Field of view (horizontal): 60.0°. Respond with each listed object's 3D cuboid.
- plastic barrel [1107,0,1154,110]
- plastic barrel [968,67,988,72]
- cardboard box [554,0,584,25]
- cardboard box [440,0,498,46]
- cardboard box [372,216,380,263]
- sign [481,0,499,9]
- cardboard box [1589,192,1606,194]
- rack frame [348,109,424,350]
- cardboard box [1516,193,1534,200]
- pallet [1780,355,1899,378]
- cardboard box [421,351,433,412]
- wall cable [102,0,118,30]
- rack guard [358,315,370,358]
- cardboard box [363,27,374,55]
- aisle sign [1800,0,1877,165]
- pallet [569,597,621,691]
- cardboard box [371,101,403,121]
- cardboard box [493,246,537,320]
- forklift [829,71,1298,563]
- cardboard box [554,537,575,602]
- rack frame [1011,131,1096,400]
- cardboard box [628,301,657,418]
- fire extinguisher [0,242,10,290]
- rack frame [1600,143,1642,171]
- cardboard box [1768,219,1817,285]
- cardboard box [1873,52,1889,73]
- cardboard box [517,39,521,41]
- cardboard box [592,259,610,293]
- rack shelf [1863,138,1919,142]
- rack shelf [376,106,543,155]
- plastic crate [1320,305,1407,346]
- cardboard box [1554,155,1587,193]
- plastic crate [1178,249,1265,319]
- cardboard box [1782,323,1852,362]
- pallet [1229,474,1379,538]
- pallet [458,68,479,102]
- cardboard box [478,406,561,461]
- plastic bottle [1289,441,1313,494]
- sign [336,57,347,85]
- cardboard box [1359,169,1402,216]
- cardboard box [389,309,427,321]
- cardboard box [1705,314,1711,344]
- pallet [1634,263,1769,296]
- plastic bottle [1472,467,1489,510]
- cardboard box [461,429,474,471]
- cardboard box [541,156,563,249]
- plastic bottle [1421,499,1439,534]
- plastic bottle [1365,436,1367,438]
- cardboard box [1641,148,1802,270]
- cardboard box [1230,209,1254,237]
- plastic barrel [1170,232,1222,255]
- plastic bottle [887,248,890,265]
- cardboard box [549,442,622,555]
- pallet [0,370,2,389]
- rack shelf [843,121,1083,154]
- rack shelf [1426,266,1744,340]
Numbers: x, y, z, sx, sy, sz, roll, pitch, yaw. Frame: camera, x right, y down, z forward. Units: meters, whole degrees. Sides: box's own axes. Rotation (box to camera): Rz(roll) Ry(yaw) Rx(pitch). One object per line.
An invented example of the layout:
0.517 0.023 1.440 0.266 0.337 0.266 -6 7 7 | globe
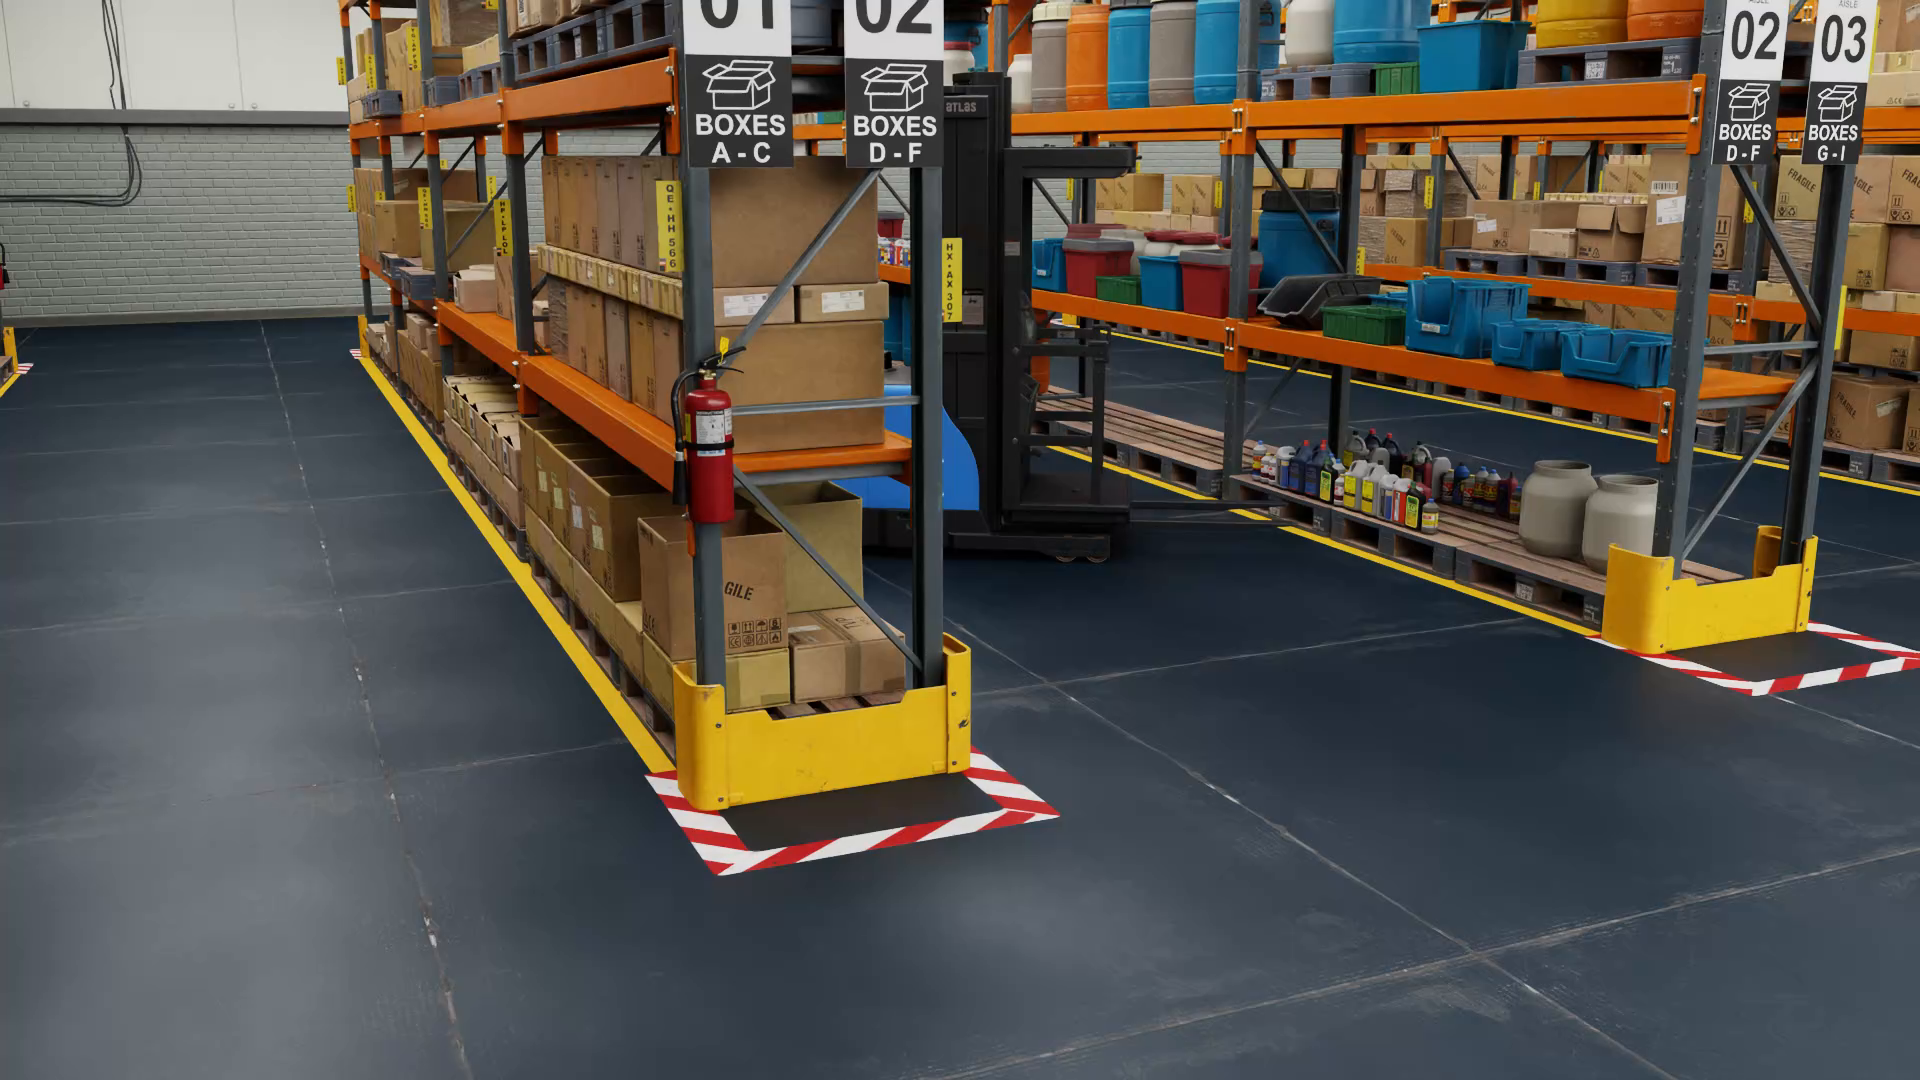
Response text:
1.461 -3.845 13.066 0.600 0.901 0.708 -6 14 -23 | plastic barrel
0.221 -4.417 16.024 0.301 0.262 0.301 0 13 0 | plastic barrel
-1.608 -2.770 8.062 0.797 0.503 0.637 -4 14 -17 | cardboard box
-3.924 -4.251 13.494 0.500 0.500 0.500 -6 14 -23 | cardboard box
-6.208 -3.331 18.387 0.500 0.500 0.500 -5 14 -22 | cardboard box
-2.646 -3.152 9.341 0.100 0.325 0.005 -6 14 -23 | sign
8.646 -4.618 22.475 0.380 0.149 0.250 -5 14 -20 | cardboard box
-6.959 -3.816 20.706 1.000 3.000 0.127 -6 14 -23 | rack frame
7.854 -4.579 23.120 0.500 0.500 0.500 -6 14 -23 | cardboard box
10.155 -1.956 18.854 1.003 0.211 1.213 -6 14 -23 | pallet
-4.552 -1.439 15.002 0.500 0.500 0.500 -6 14 -25 | cardboard box
-10.956 -8.684 24.118 3.097 2.526 0.112 -6 14 -23 | wall cable
-6.929 -2.583 20.920 1.175 0.500 0.348 -6 14 -23 | rack guard
-6.203 -5.392 18.425 0.700 0.500 0.500 -6 14 -23 | cardboard box
4.287 -2.235 8.110 0.394 0.787 0.004 -6 14 -23 | aisle sign
-1.380 0.442 8.491 1.003 0.211 1.213 -6 14 -23 | pallet
-5.796 -4.454 17.144 0.500 0.250 0.500 -6 14 -23 | cardboard box
-3.068 -1.867 12.062 0.500 0.500 0.500 -6 15 -26 | cardboard box
0.620 -1.414 10.478 3.031 2.935 1.130 1 13 6 | forklift
-1.853 0.129 8.828 0.500 0.250 0.500 -6 14 -23 | cardboard box
0.785 -2.610 15.494 1.000 3.000 0.127 -6 14 -23 | rack frame
-1.134 -0.868 7.746 0.700 0.500 0.500 -6 14 -23 | cardboard box
-11.134 -3.221 19.135 0.296 0.674 0.183 -6 14 -23 | fire extinguisher
11.199 -5.605 28.436 1.000 3.000 0.127 -6 14 -23 | rack frame
7.049 -2.326 13.386 0.875 0.500 0.500 -6 14 -23 | cardboard box
7.032 -3.611 12.617 0.380 0.149 0.250 -6 14 -23 | cardboard box
-2.613 -3.171 10.668 0.500 0.250 0.500 -7 15 -28 | cardboard box
-1.599 -1.309 8.213 0.380 0.149 0.250 -6 14 -23 | cardboard box
13.602 -5.477 22.823 1.077 0.370 4.000 -6 14 -23 | rack shelf
-4.556 -3.687 15.093 1.077 0.370 4.000 -6 14 -23 | rack shelf
2.673 -1.374 10.626 0.450 0.188 0.662 -6 14 -23 | plastic crate
8.349 -5.107 23.184 0.500 0.500 0.500 -5 14 -22 | cardboard box
1.913 -1.887 12.229 0.402 0.464 0.583 -6 14 -23 | plastic crate
10.070 -2.459 18.900 1.050 0.750 0.750 -6 14 -24 | cardboard box
2.618 -0.282 11.622 1.003 0.211 1.213 -6 14 -23 | pallet
-2.950 -3.170 11.680 1.003 0.211 1.213 -5 14 -20 | pallet
-2.989 -0.743 11.351 0.500 0.311 0.500 -6 14 -23 | cardboard box
2.331 -0.503 11.290 0.144 0.351 0.185 -5 14 -21 | plastic bottle
-7.457 -5.654 20.057 0.100 0.325 0.005 -6 14 -23 | sign
4.787 -3.882 18.545 0.797 0.503 0.637 -5 14 -22 | cardboard box
-6.114 -2.376 19.042 0.797 0.503 0.637 -6 14 -23 | cardboard box
9.201 -2.691 20.458 0.500 0.500 0.500 -5 14 -21 | cardboard box
6.753 -2.308 14.617 1.003 0.211 1.213 -6 14 -23 | pallet
3.372 -0.336 10.746 0.097 0.271 0.097 0 13 0 | plastic bottle
-3.398 -0.683 12.335 0.500 0.250 0.500 -6 14 -24 | cardboard box
-1.969 -1.927 9.443 0.700 0.500 0.500 -6 14 -23 | cardboard box
2.853 -0.148 10.087 0.097 0.201 0.097 0 13 0 | plastic bottle
2.883 -0.605 11.880 0.061 0.283 0.133 -5 14 -20 | plastic bottle
6.736 -2.905 14.505 1.000 1.000 1.000 -6 14 -23 | cardboard box
3.676 -3.815 20.478 0.500 0.500 0.500 -6 14 -23 | cardboard box
1.911 -2.219 13.503 0.433 0.535 0.433 0 13 0 | plastic barrel
-0.735 -3.067 17.911 0.097 0.201 0.097 0 13 0 | plastic bottle
-1.853 -0.237 8.743 0.500 0.500 0.500 -6 14 -23 | cardboard box
-10.620 -1.600 17.313 1.003 0.211 1.213 -6 14 -23 | pallet
-0.016 -4.134 17.023 1.077 0.370 4.000 -6 14 -23 | rack shelf
6.125 -2.294 15.723 1.077 0.370 4.000 -6 14 -23 | rack shelf
